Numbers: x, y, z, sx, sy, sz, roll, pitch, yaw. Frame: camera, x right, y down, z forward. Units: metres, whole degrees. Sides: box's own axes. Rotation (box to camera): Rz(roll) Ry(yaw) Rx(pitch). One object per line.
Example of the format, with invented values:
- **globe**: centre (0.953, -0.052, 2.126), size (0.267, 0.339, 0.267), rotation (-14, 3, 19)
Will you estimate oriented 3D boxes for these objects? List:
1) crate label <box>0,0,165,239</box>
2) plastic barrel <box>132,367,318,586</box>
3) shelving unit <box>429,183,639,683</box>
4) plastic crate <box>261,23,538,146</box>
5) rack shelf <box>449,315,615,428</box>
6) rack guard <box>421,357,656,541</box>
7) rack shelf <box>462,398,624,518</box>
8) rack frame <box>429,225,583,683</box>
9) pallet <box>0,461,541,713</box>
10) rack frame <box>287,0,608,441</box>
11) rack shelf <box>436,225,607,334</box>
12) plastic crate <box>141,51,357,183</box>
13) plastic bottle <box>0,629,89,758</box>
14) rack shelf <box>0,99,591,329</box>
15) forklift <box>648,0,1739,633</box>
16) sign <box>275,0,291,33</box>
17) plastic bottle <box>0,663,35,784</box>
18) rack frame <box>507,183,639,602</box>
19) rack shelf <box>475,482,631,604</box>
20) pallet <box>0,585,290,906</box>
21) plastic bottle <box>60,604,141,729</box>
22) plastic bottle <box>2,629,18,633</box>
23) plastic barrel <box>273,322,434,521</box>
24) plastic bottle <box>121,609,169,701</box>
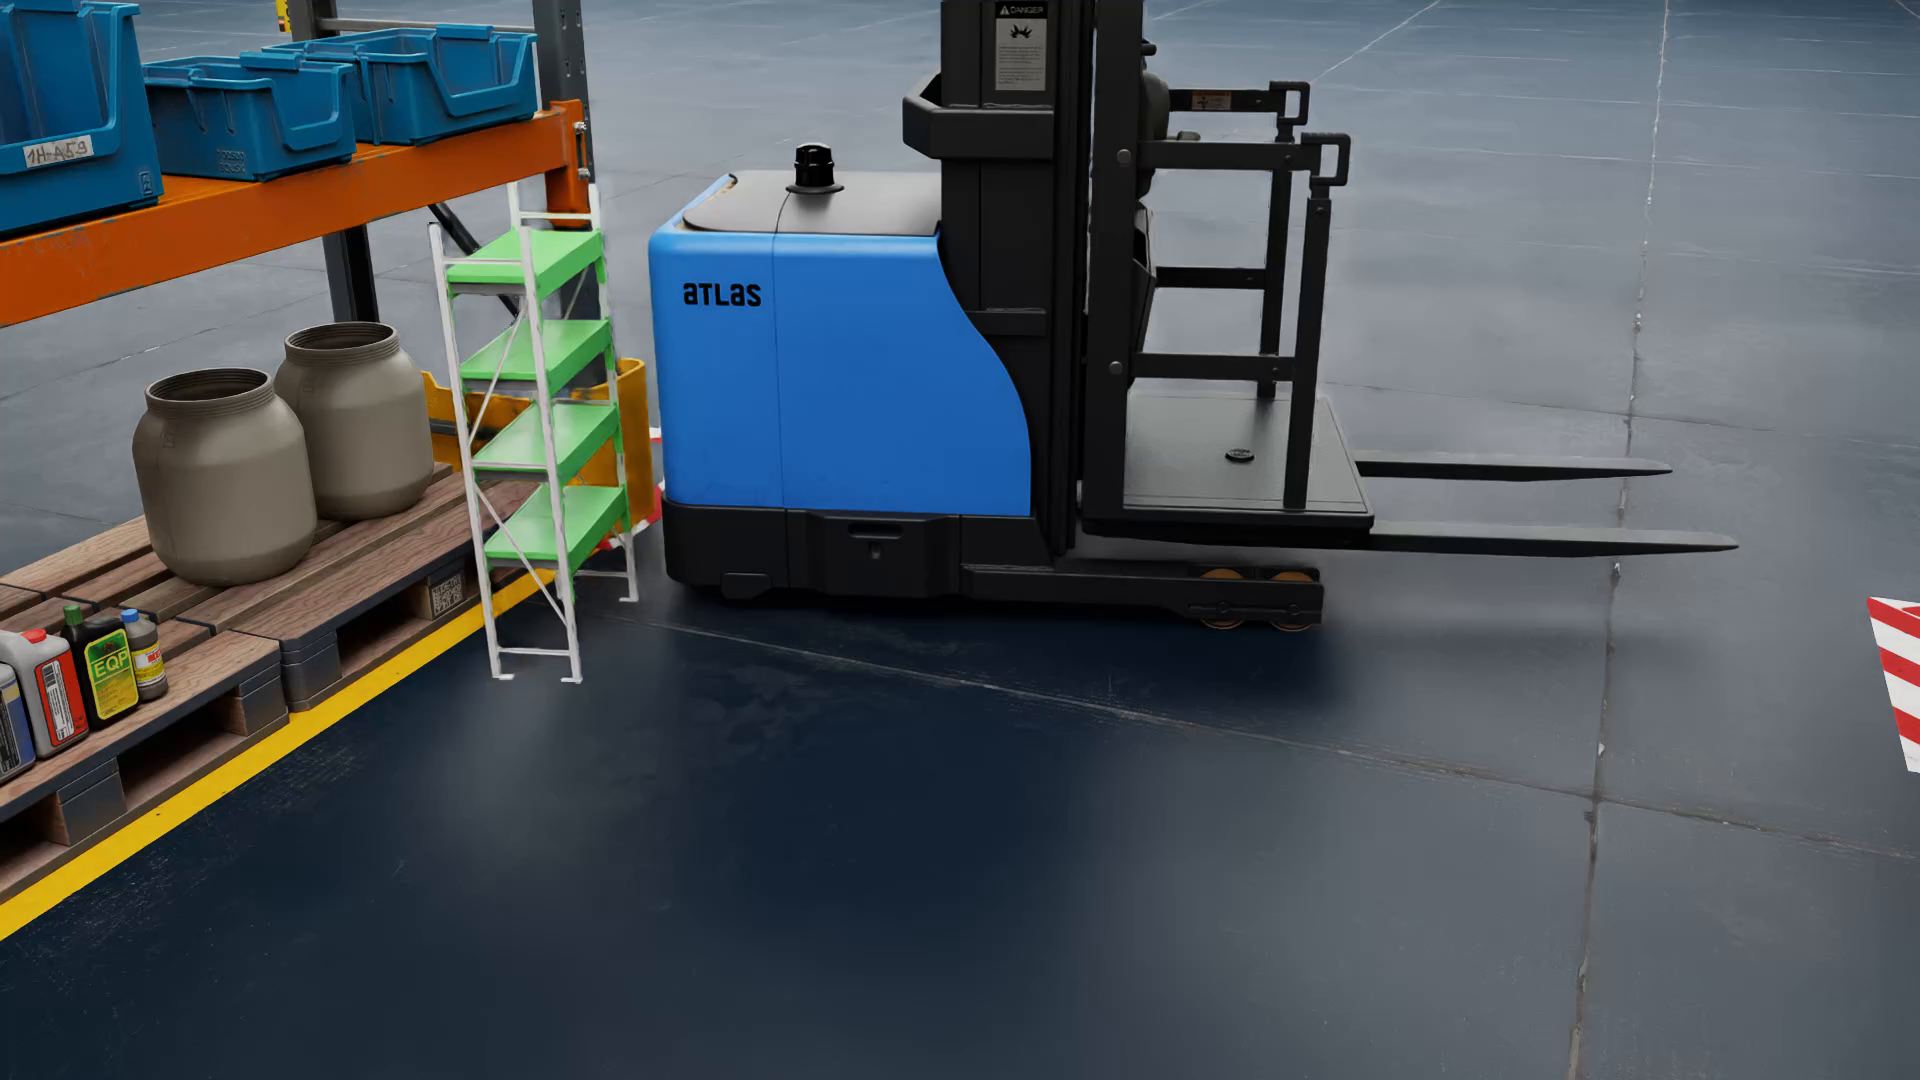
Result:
- **crate label**: centre (-2.039, -0.871, 3.397), size (0.502, 0.435, 0.616), rotation (9, 24, 20)
- **plastic barrel**: centre (-1.967, -0.172, 4.453), size (0.421, 0.512, 0.421), rotation (0, 23, 0)
- **shelving unit**: centre (-1.086, -0.281, 4.350), size (0.258, 1.200, 0.503), rotation (2, 24, 7)
- **plastic crate**: centre (-1.515, -1.261, 4.571), size (0.499, 0.251, 0.616), rotation (9, 24, 20)
- **rack shelf**: centre (-1.089, -0.442, 4.279), size (0.258, 0.148, 0.480), rotation (2, 24, 7)
- **rack guard**: centre (-1.591, -0.365, 5.474), size (1.175, 0.500, 0.348), rotation (9, 24, 20)
- **rack shelf**: centre (-1.085, -0.222, 4.375), size (0.258, 0.148, 0.480), rotation (2, 24, 7)
- **rack frame**: centre (-1.117, -0.183, 4.128), size (0.240, 1.200, 0.015), rotation (2, 24, 7)
- **pallet**: centre (-1.898, 0.059, 4.836), size (1.003, 0.211, 1.213), rotation (9, 24, 20)
- **rack frame**: centre (-1.607, -1.552, 5.074), size (1.000, 3.000, 0.127), rotation (9, 24, 20)
- **rack shelf**: centre (-1.092, -0.662, 4.183), size (0.258, 0.148, 0.480), rotation (2, 24, 7)
- **plastic crate**: centre (-1.762, -1.030, 4.017), size (0.499, 0.251, 0.408), rotation (9, 24, 20)
- **plastic bottle**: centre (-2.001, 0.308, 3.584), size (0.152, 0.276, 0.135), rotation (9, 24, 20)
- **rack shelf**: centre (-2.350, -0.504, 3.499), size (1.077, 0.370, 4.000), rotation (9, 24, 20)
- **forklift**: centre (0.692, -1.310, 4.583), size (3.031, 2.935, 1.130), rotation (2, 23, 5)
- **sign**: centre (-2.116, -1.760, 5.213), size (0.100, 0.325, 0.005), rotation (9, 24, 20)
- **plastic bottle**: centre (-2.053, 0.358, 3.465), size (0.152, 0.276, 0.135), rotation (8, 24, 19)
- **rack frame**: centre (-1.055, -0.378, 4.571), size (0.240, 1.200, 0.015), rotation (2, 24, 7)
- **rack shelf**: centre (-1.082, -0.002, 4.471), size (0.258, 0.148, 0.480), rotation (2, 24, 7)
- **pallet**: centre (-2.353, 0.494, 3.794), size (1.003, 0.211, 1.213), rotation (9, 24, 20)
- **plastic bottle**: centre (-1.909, 0.263, 3.683), size (0.061, 0.283, 0.133), rotation (9, 24, 21)
- **plastic bottle**: centre (-2.100, 0.290, 3.618), size (0.061, 0.283, 0.133), rotation (9, 24, 20)
- **plastic barrel**: centre (-1.780, -0.351, 4.882), size (0.421, 0.512, 0.421), rotation (0, 23, 0)
- **plastic bottle**: centre (-1.882, 0.256, 3.805), size (0.097, 0.201, 0.097), rotation (0, 23, 0)
